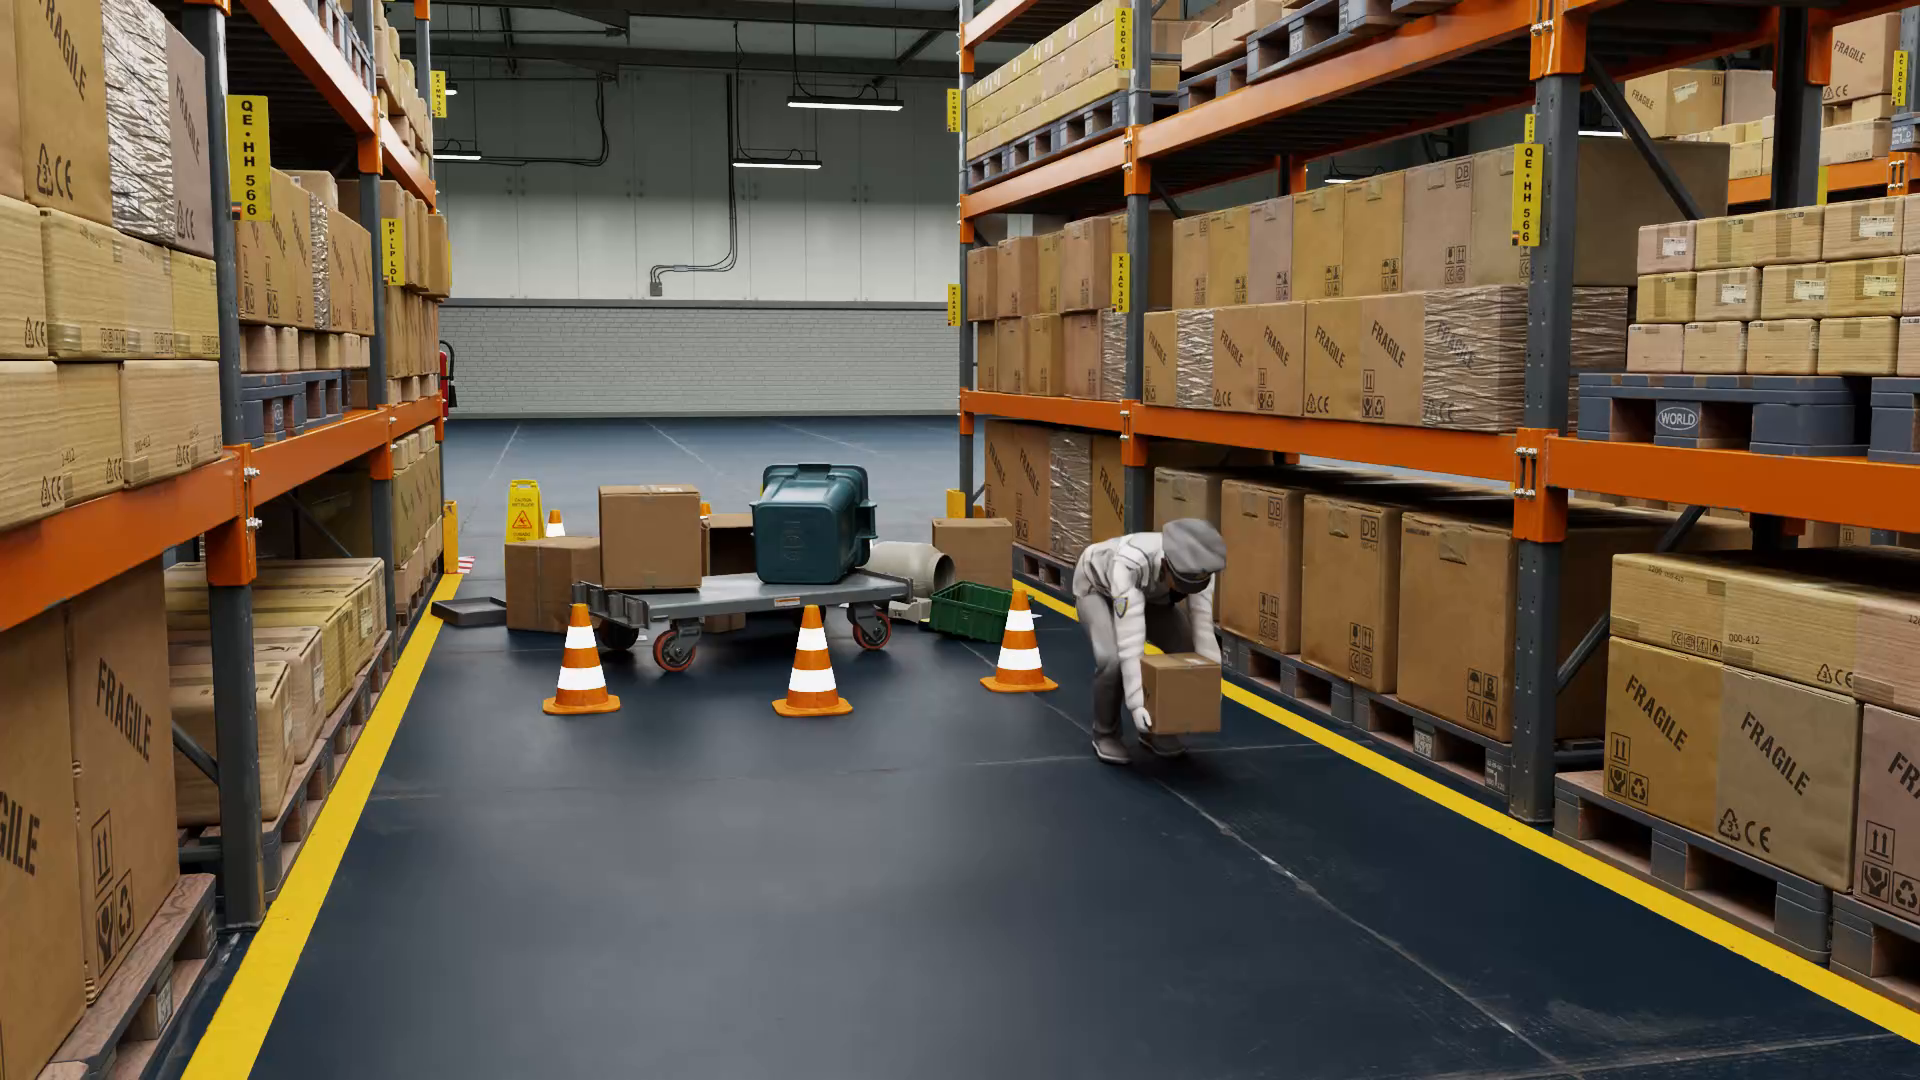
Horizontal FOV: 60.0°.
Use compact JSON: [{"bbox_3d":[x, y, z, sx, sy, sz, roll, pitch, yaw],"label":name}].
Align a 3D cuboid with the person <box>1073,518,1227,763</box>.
[{"bbox_3d":[0.735,0.377,6.393,0.462,0.982,0.912,-2,7,-17],"label":"person"}]
